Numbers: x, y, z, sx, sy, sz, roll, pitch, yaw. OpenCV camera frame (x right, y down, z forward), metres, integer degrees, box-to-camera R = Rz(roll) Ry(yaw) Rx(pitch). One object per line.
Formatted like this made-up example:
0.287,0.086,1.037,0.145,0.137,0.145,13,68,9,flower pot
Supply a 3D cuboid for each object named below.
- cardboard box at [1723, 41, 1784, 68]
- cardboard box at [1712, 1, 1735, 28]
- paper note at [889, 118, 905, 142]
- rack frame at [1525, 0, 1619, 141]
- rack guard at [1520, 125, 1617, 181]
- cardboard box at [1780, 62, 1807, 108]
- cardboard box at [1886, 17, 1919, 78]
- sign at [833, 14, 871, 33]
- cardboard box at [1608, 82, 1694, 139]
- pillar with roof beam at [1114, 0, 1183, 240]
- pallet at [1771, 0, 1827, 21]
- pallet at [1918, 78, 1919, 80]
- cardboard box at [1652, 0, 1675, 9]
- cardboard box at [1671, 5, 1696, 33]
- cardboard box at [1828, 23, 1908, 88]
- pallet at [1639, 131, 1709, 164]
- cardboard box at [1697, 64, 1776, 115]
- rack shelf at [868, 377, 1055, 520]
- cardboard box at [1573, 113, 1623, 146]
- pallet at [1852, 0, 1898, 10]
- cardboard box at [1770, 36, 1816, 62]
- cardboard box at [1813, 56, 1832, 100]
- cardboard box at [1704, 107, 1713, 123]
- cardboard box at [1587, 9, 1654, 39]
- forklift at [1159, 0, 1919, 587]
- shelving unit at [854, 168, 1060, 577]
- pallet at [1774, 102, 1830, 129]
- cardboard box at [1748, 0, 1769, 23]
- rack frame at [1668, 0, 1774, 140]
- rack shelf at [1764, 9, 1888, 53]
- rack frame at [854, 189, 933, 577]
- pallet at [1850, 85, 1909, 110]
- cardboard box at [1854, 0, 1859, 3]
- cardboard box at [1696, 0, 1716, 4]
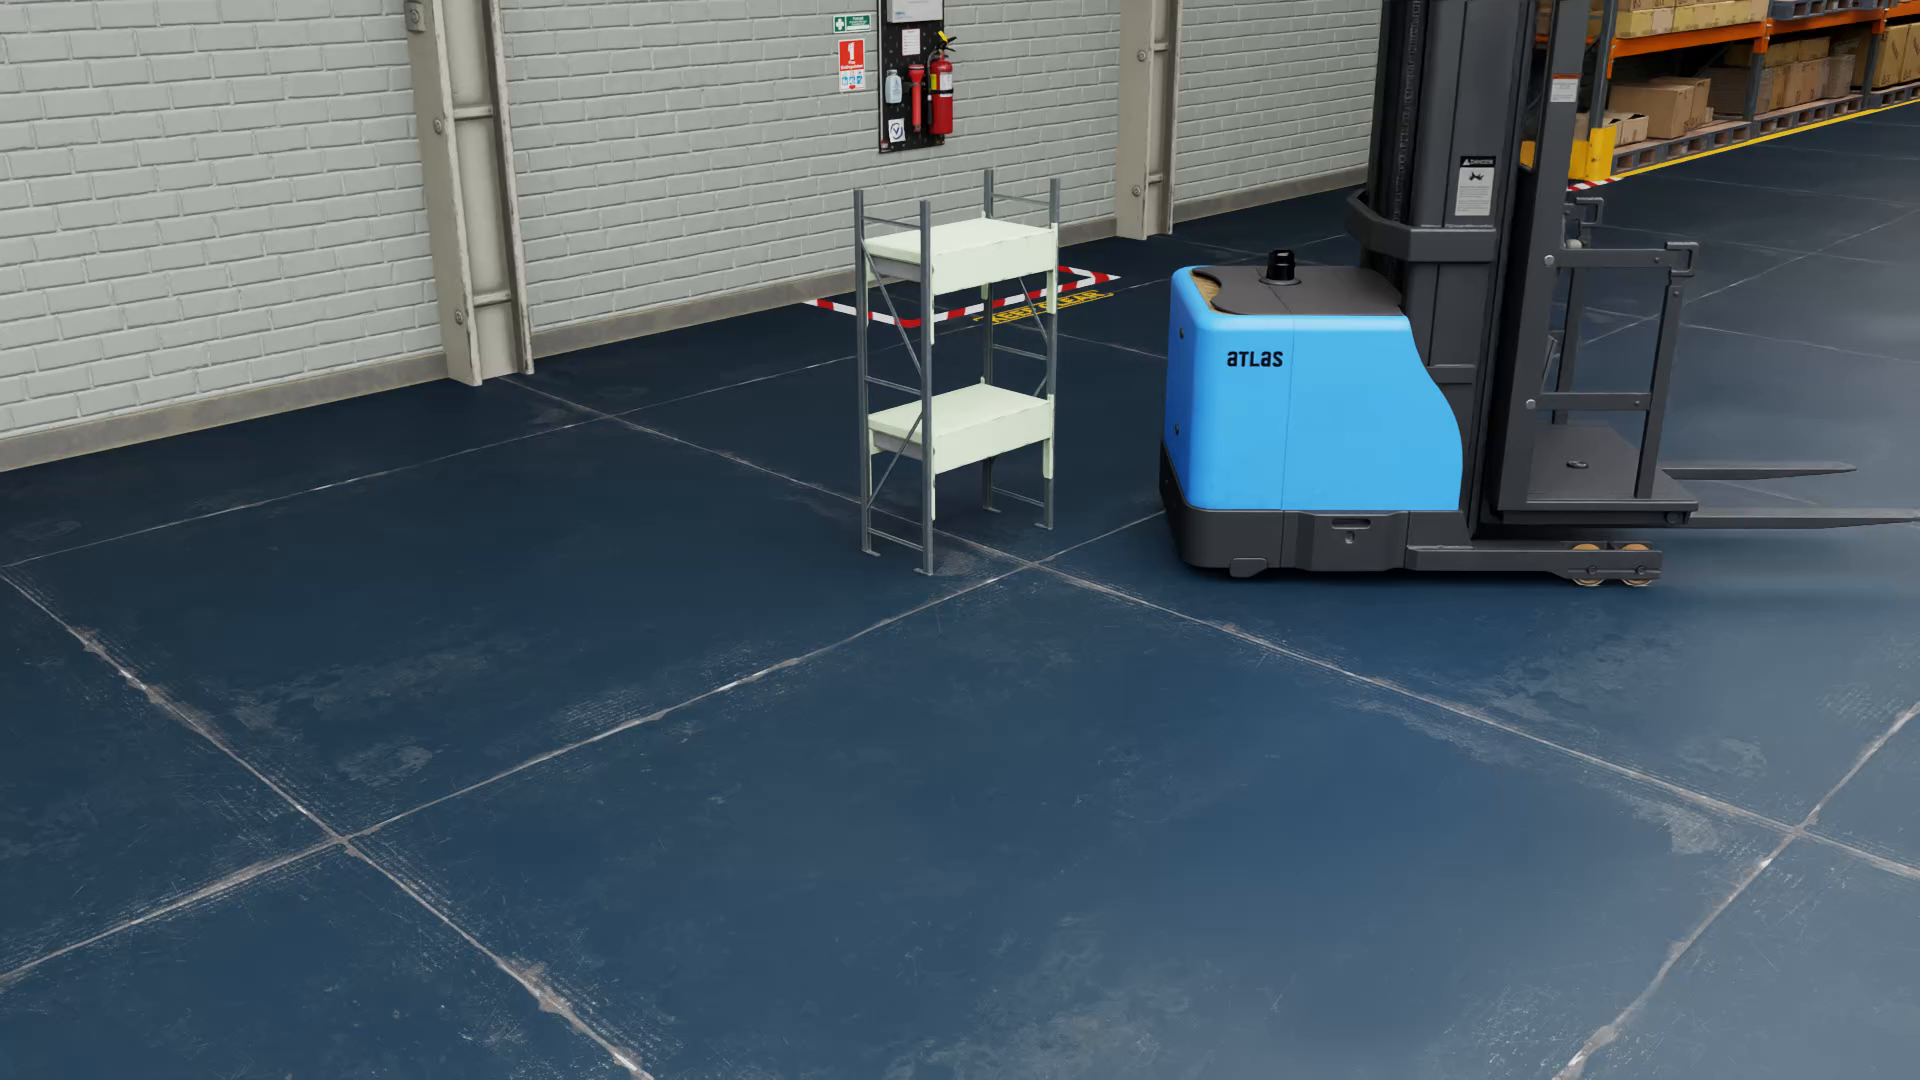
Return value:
9.404,-5.762,19.712,0.500,0.250,0.500,19,28,40,cardboard box
7.791,-5.549,17.512,0.500,0.250,0.500,19,28,40,cardboard box
-0.434,-2.827,11.477,0.016,0.148,0.142,19,28,41,paper note
5.807,-5.038,16.002,1.000,3.000,0.127,19,28,41,rack frame
5.861,-3.891,16.501,1.175,0.500,0.348,19,28,41,rack guard
9.809,-5.565,20.243,0.700,0.500,0.500,20,28,41,cardboard box
13.201,-6.887,23.222,0.750,0.750,0.750,-19,28,-40,cardboard box
-0.711,-3.413,10.986,0.001,0.109,0.331,19,28,41,sign
7.300,-4.555,17.615,0.700,0.500,0.500,17,27,37,cardboard box
4.575,-5.615,9.141,9.100,9.000,0.400,19,28,41,pillar with roof beam
9.235,-6.137,19.128,1.003,0.211,1.213,19,28,41,pallet
13.694,-6.604,23.962,1.003,0.211,1.213,19,28,41,pallet
6.708,-5.500,16.338,0.500,0.500,0.500,19,28,41,cardboard box
7.087,-5.290,16.838,0.500,0.250,0.500,19,28,40,cardboard box
11.995,-6.443,22.069,0.750,0.750,0.750,19,28,40,cardboard box
7.304,-4.268,17.885,1.003,0.211,1.213,19,28,41,pallet
9.099,-5.298,19.549,0.500,0.500,0.700,-19,28,-40,cardboard box
-0.005,-0.394,6.918,0.431,0.370,0.720,19,28,41,rack shelf
6.355,-4.144,16.809,0.500,0.311,0.500,15,26,35,cardboard box
10.968,-6.795,20.840,1.213,0.211,1.003,19,28,41,pallet
10.126,-6.021,20.384,0.500,0.250,0.500,19,28,40,cardboard box
10.481,-5.832,20.937,0.700,0.500,0.500,19,28,41,cardboard box
8.246,-4.804,18.729,0.380,0.166,0.250,15,26,34,cardboard box
6.375,-5.024,16.145,0.500,0.250,0.500,18,28,39,cardboard box
2.405,-1.375,6.567,3.031,2.935,1.130,0,21,0,forklift
-0.005,-0.698,6.801,0.431,1.500,0.755,19,28,41,shelving unit
9.991,-5.280,20.519,1.003,0.211,1.213,19,28,41,pallet
8.485,-5.808,18.186,0.500,0.250,0.500,19,28,41,cardboard box
8.598,-6.066,18.677,1.000,3.000,0.127,19,28,41,rack frame
9.993,-6.245,20.143,1.077,0.370,4.000,19,28,41,rack shelf
-0.260,-0.604,6.556,0.400,1.500,0.023,19,28,41,rack frame
11.992,-5.977,22.330,1.003,0.211,1.213,19,28,41,pallet
11.784,-7.013,21.463,0.380,0.149,0.250,19,28,40,cardboard box
7.424,-5.767,17.033,0.500,0.500,0.500,-19,28,-40,cardboard box
